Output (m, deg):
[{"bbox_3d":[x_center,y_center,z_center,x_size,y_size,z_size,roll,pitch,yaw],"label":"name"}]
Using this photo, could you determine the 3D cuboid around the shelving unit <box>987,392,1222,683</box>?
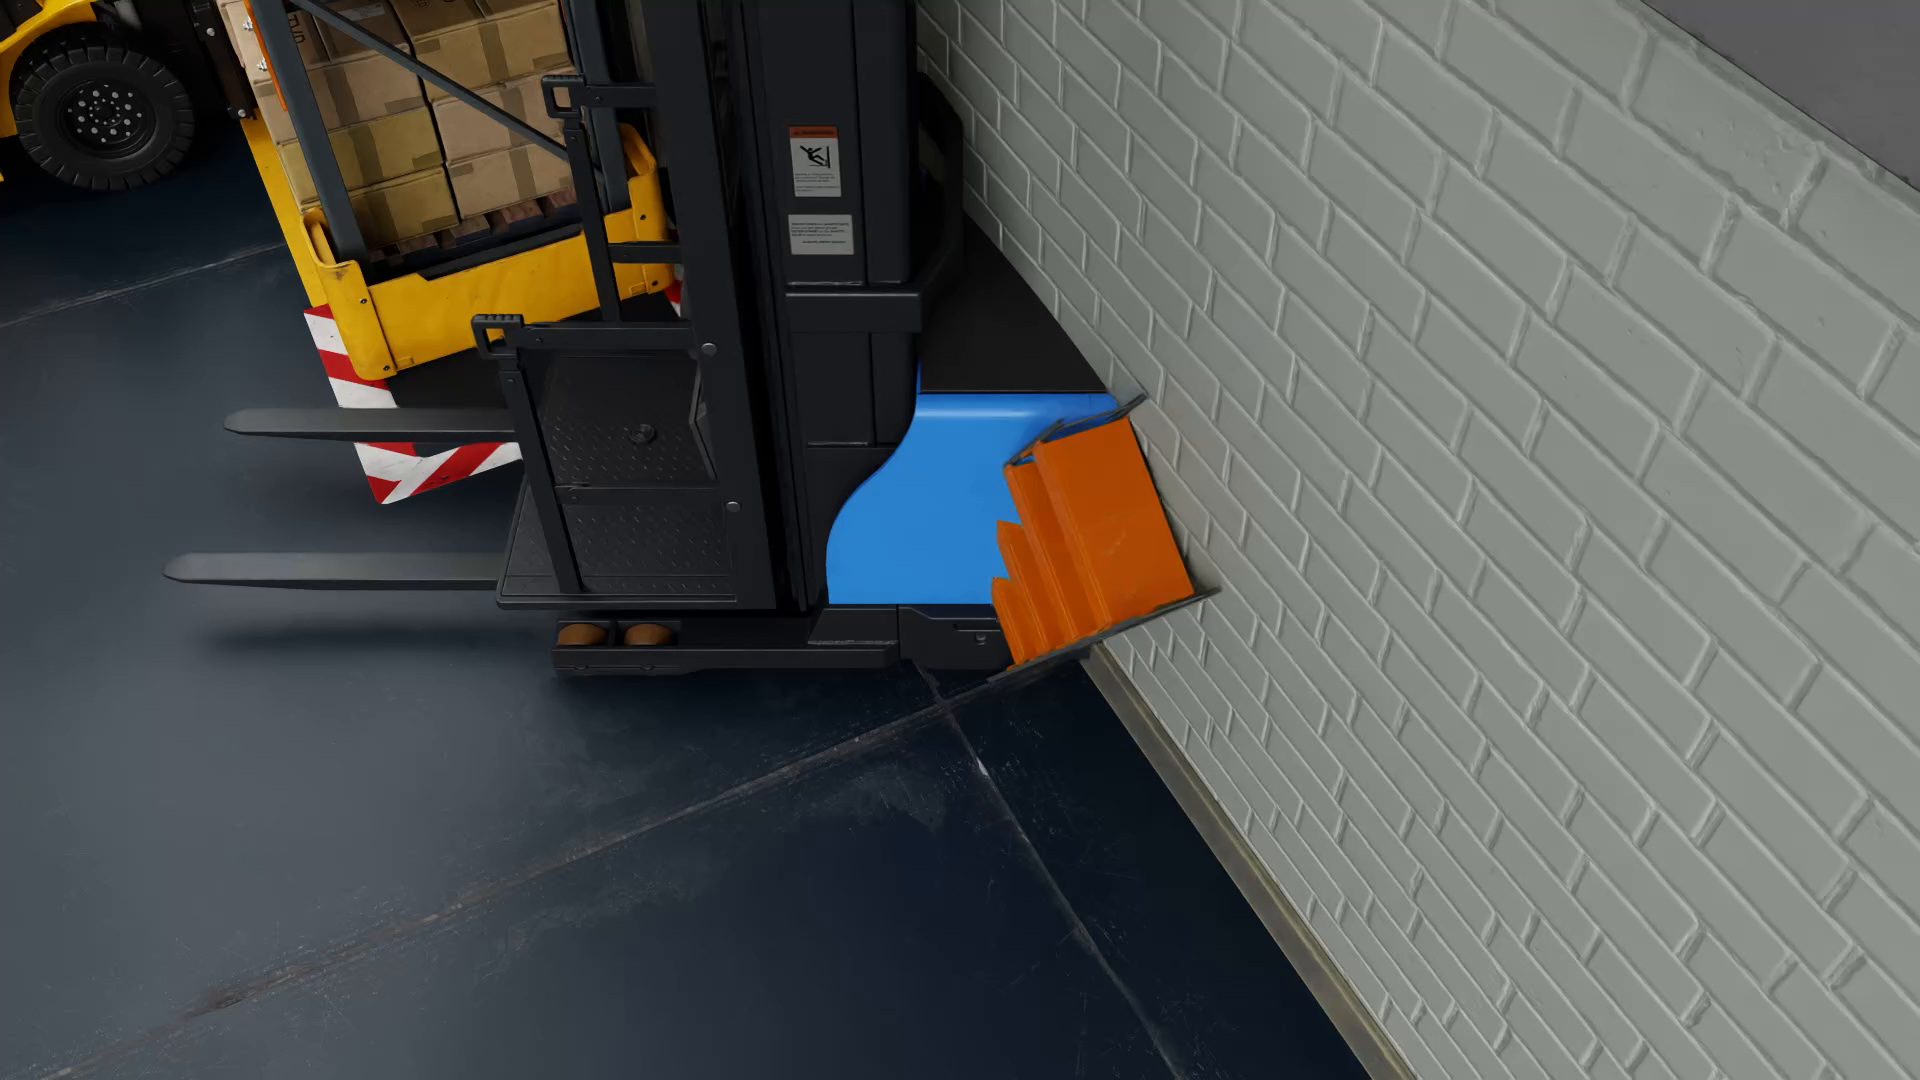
[{"bbox_3d":[0.255,0.041,4.432,0.258,1.200,0.503,-18,84,-19],"label":"shelving unit"}]

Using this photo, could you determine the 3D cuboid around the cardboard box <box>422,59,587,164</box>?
[{"bbox_3d":[-1.658,-1.635,5.903,0.500,0.250,0.500,-20,52,-17],"label":"cardboard box"}]

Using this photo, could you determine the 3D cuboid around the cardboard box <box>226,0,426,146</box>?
[{"bbox_3d":[-2.116,-1.614,5.553,0.500,0.250,0.500,-20,52,-16],"label":"cardboard box"}]

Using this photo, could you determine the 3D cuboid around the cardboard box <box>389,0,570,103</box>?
[{"bbox_3d":[-1.680,-1.801,5.716,0.500,0.250,0.500,-22,52,-18],"label":"cardboard box"}]

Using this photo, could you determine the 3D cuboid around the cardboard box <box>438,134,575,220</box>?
[{"bbox_3d":[-1.679,-1.481,6.100,0.500,0.250,0.500,-21,52,-17],"label":"cardboard box"}]

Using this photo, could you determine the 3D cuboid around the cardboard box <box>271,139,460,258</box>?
[{"bbox_3d":[-2.124,-1.290,5.933,0.500,0.250,0.500,-21,52,-17],"label":"cardboard box"}]

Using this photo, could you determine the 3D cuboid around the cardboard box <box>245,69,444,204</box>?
[{"bbox_3d":[-2.129,-1.467,5.756,0.500,0.250,0.500,-22,52,-18],"label":"cardboard box"}]

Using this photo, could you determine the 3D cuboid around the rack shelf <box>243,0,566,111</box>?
[{"bbox_3d":[-2.543,-2.953,6.318,1.077,0.370,4.000,-21,52,-18],"label":"rack shelf"}]

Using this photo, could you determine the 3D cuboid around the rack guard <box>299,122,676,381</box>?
[{"bbox_3d":[-1.617,-1.013,5.803,1.175,0.500,0.348,-21,52,-18],"label":"rack guard"}]

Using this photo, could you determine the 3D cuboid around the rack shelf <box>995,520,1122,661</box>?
[{"bbox_3d":[0.237,0.054,4.496,0.258,0.148,0.480,-18,84,-19],"label":"rack shelf"}]

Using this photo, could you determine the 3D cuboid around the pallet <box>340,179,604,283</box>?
[{"bbox_3d":[-2.015,-1.431,6.361,1.003,0.211,1.213,-21,52,-18],"label":"pallet"}]

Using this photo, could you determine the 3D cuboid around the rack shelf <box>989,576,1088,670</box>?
[{"bbox_3d":[0.182,0.094,4.683,0.258,0.148,0.480,-18,84,-19],"label":"rack shelf"}]

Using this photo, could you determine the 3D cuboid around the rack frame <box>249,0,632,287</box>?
[{"bbox_3d":[-1.628,-1.852,4.877,1.000,3.000,0.127,-21,52,-18],"label":"rack frame"}]

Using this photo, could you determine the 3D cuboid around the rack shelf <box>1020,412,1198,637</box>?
[{"bbox_3d":[0.362,-0.038,4.063,0.258,0.148,0.480,-18,84,-19],"label":"rack shelf"}]

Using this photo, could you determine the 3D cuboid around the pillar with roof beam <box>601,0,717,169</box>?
[{"bbox_3d":[-4.973,-3.120,2.001,9.100,9.000,0.400,-21,52,-18],"label":"pillar with roof beam"}]

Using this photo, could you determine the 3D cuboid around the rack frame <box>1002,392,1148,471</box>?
[{"bbox_3d":[0.171,-0.187,4.456,0.240,1.200,0.015,-18,84,-19],"label":"rack frame"}]

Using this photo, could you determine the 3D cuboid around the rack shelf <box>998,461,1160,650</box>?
[{"bbox_3d":[0.298,0.009,4.285,0.258,0.148,0.480,-18,84,-19],"label":"rack shelf"}]

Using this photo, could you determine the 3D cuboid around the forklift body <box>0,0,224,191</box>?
[{"bbox_3d":[-4.118,-2.213,5.757,2.313,2.155,1.214,-21,52,-18],"label":"forklift body"}]

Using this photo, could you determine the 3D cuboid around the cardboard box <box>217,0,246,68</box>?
[{"bbox_3d":[-2.355,-1.954,5.850,0.500,0.250,0.500,-20,52,-17],"label":"cardboard box"}]

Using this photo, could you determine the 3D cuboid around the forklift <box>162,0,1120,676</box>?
[{"bbox_3d":[-0.821,-0.965,4.147,3.031,2.935,1.130,0,49,0],"label":"forklift"}]

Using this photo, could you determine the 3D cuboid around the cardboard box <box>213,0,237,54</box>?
[{"bbox_3d":[-2.604,-2.145,6.349,0.500,0.250,0.500,-22,52,-18],"label":"cardboard box"}]

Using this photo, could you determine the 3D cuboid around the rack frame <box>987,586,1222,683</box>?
[{"bbox_3d":[0.339,0.268,4.408,0.240,1.200,0.015,-18,84,-19],"label":"rack frame"}]
